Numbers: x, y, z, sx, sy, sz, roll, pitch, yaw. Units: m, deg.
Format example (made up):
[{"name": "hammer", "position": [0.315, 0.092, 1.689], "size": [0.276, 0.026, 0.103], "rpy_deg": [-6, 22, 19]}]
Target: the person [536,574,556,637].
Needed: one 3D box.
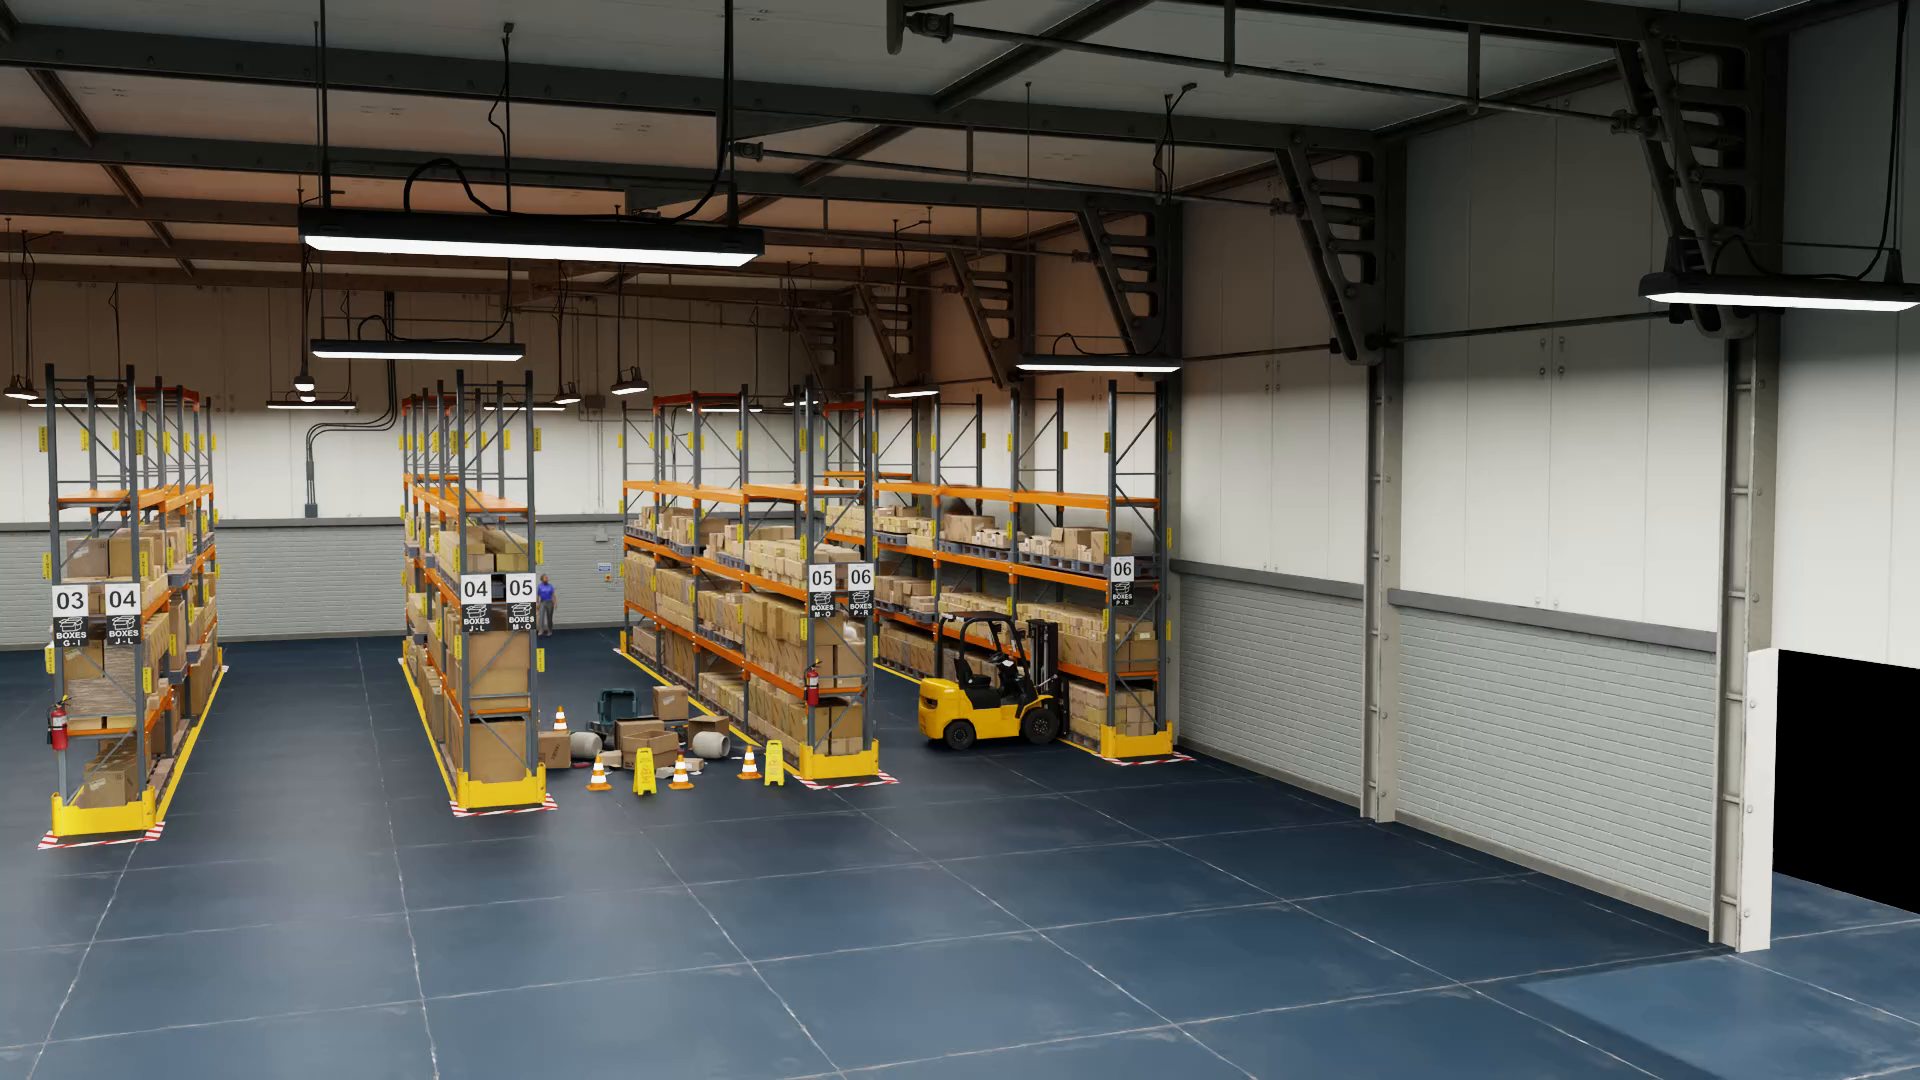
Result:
[{"name": "person", "position": [-10.616, 1.685, 42.642], "size": [0.522, 1.616, 0.931], "rpy_deg": [-1, 3, -11]}]

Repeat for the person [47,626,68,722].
[{"name": "person", "position": [-15.972, 2.396, 29.738], "size": [0.609, 1.794, 0.657], "rpy_deg": [1, 4, 21]}]

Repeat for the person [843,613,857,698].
[{"name": "person", "position": [-2.158, 2.159, 30.051], "size": [0.548, 1.727, 1.119], "rpy_deg": [-1, 4, -20]}]
